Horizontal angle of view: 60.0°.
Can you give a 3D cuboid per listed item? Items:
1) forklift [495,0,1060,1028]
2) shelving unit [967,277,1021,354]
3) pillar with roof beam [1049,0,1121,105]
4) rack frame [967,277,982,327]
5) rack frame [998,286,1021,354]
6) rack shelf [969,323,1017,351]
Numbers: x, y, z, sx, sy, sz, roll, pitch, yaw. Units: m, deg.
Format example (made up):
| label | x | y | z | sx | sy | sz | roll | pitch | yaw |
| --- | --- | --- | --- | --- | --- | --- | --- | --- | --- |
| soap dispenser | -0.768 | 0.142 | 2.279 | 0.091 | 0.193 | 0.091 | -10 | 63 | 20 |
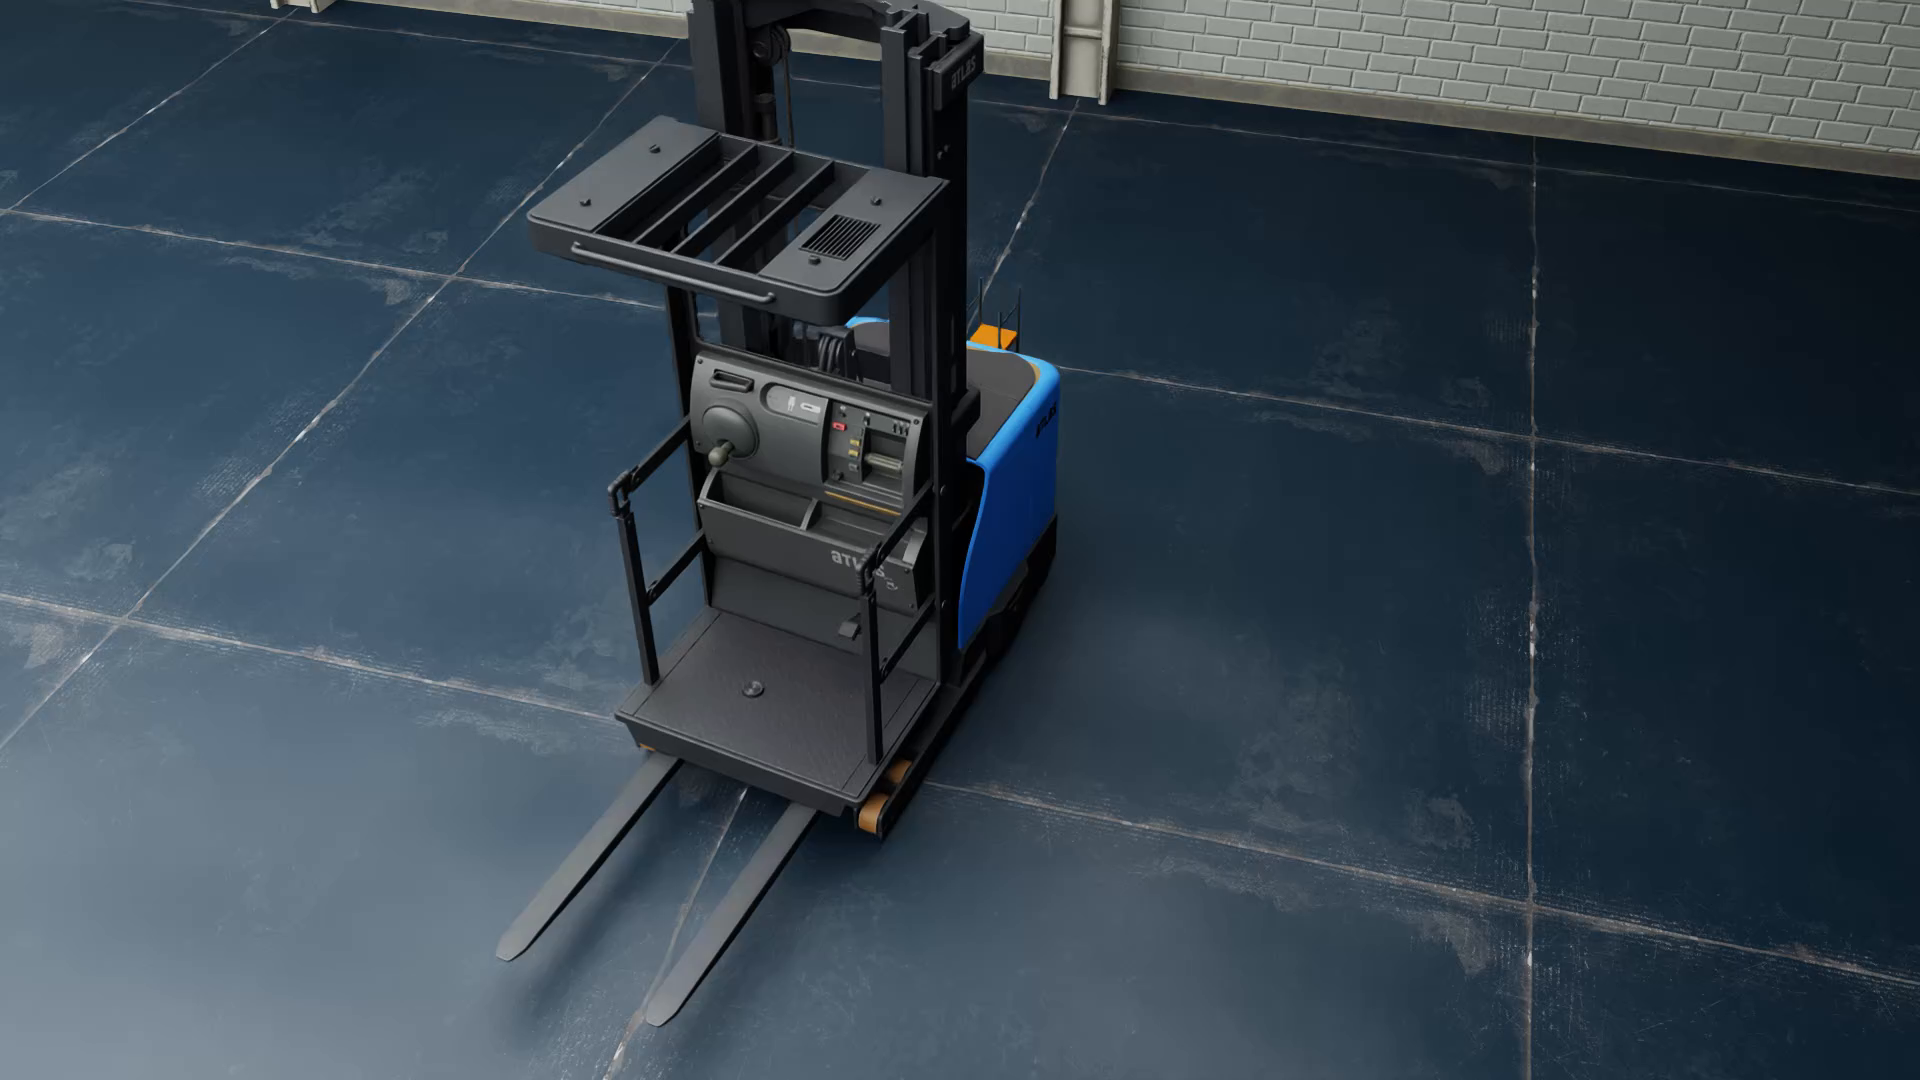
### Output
| label | x | y | z | sx | sy | sz | roll | pitch | yaw |
| --- | --- | --- | --- | --- | --- | --- | --- | --- | --- |
| forklift | -0.650 | -0.314 | 5.845 | 1.130 | 2.935 | 3.031 | 17 | 43 | 19 |
| shelving unit | 0.129 | -0.595 | 7.525 | 0.189 | 1.200 | 0.258 | 16 | 43 | 18 |
| pillar with roof beam | -0.273 | -3.845 | 5.331 | 0.400 | 9.000 | 9.100 | 10 | 41 | 11 |
| rack frame | 0.045 | -0.619 | 7.554 | 0.006 | 1.200 | 0.240 | 16 | 43 | 18 |
| rack frame | 0.212 | -0.571 | 7.497 | 0.006 | 1.200 | 0.240 | 16 | 43 | 18 |
| rack shelf | 0.129 | -0.837 | 7.323 | 0.180 | 0.103 | 0.258 | 16 | 43 | 18 |
